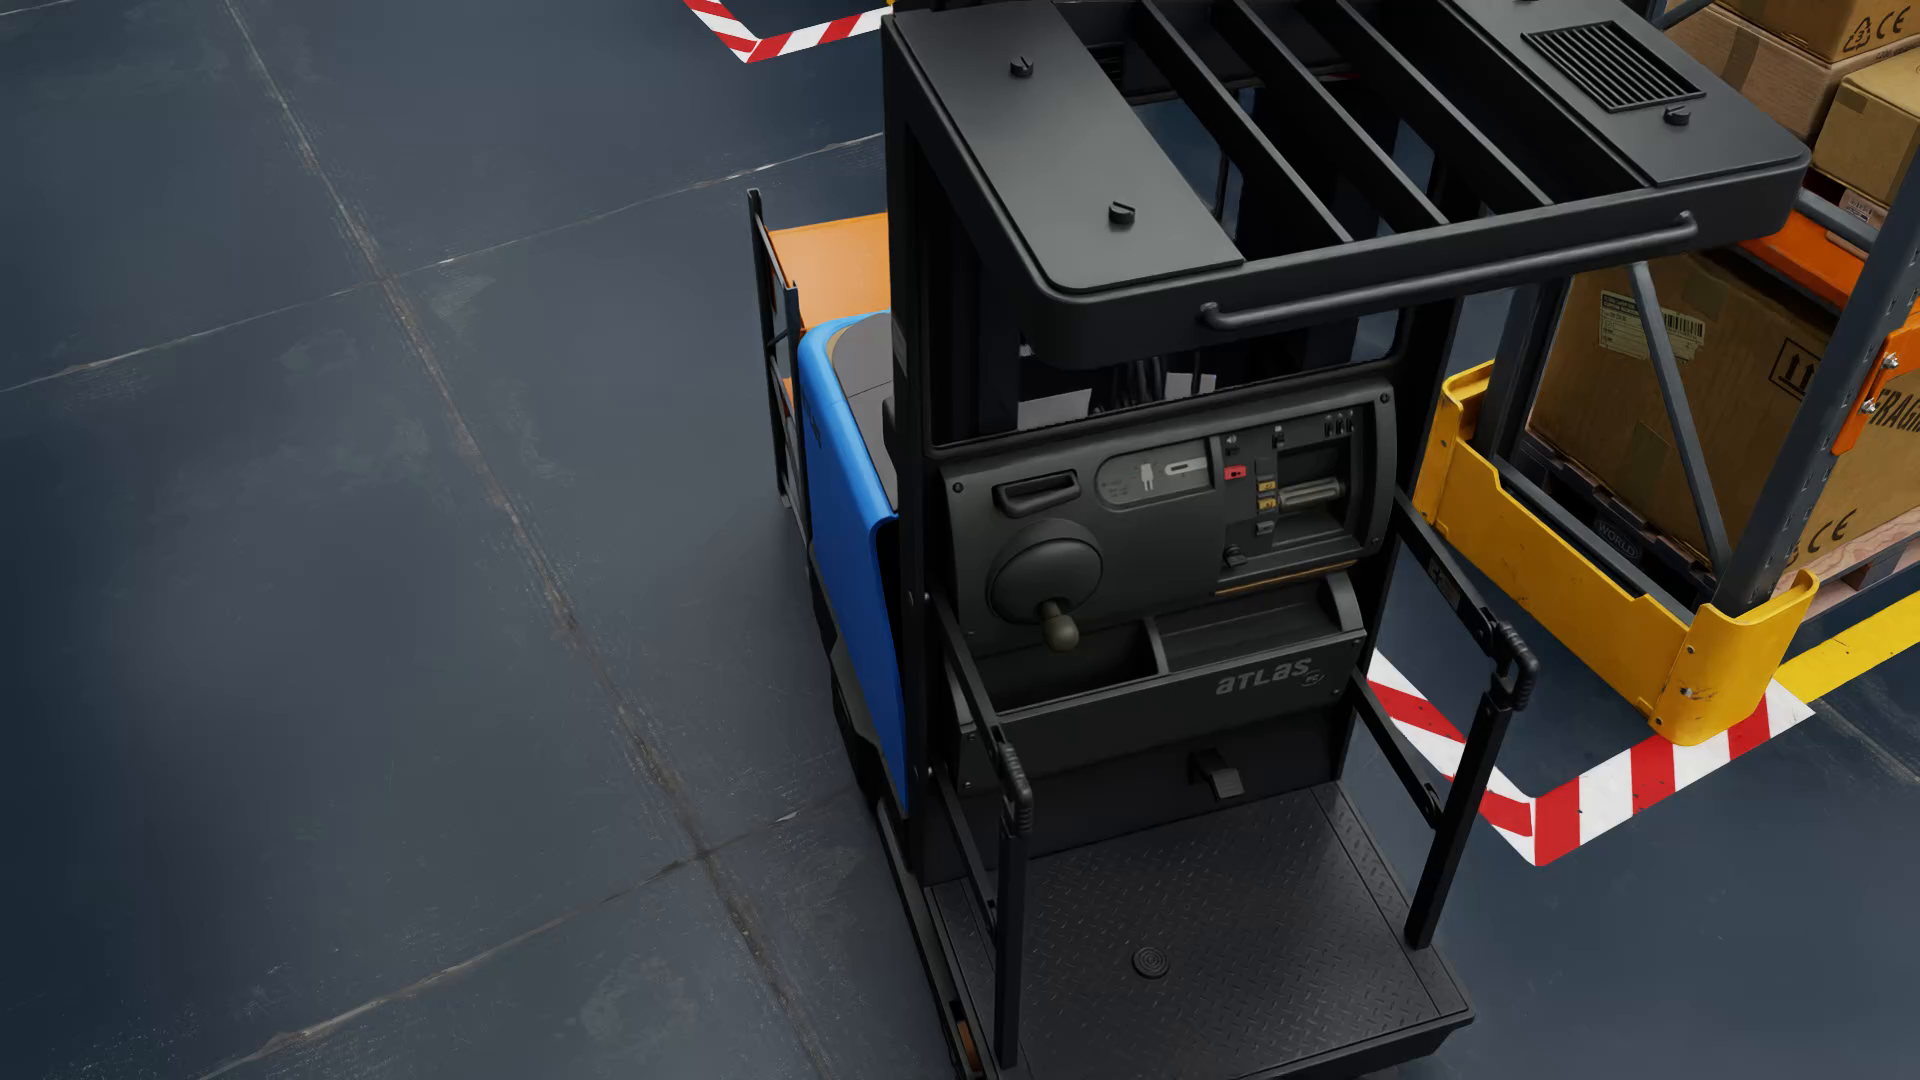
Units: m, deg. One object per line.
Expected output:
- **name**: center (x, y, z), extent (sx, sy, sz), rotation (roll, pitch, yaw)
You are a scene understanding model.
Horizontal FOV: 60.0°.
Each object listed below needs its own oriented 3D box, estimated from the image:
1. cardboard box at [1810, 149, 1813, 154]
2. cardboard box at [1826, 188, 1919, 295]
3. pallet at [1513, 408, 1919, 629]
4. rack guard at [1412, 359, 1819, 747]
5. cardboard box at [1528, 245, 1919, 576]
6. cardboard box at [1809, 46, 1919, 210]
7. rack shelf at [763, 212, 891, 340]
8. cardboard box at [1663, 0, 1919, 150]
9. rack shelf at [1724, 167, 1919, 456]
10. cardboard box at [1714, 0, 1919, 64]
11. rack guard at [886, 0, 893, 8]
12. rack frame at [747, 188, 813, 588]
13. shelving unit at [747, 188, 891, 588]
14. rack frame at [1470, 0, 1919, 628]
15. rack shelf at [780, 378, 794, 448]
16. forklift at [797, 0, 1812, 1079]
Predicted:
- **cardboard box**: center (2.258, -1.225, 4.539), extent (0.250, 0.149, 0.380), rotation (-21, 48, -21)
- **cardboard box**: center (2.361, -0.736, 4.035), extent (0.250, 0.149, 0.380), rotation (-21, 48, -21)
- **pallet**: center (2.543, -0.226, 5.331), extent (1.213, 0.211, 1.003), rotation (-22, 48, -21)
- **rack guard**: center (1.868, 0.003, 4.888), extent (0.348, 0.500, 1.175), rotation (-22, 48, -21)
- **cardboard box**: center (2.404, -0.561, 4.898), extent (0.875, 0.875, 0.875), rotation (-22, 48, -21)
- **cardboard box**: center (2.440, -0.958, 3.978), extent (0.500, 0.250, 0.500), rotation (-23, 49, -22)
- **rack shelf**: center (-0.021, -0.726, 4.770), extent (1.000, 0.278, 0.538), rotation (-12, 45, -12)
- **cardboard box**: center (2.177, -1.283, 4.313), extent (0.500, 0.250, 0.500), rotation (-23, 48, -22)
- **rack shelf**: center (3.623, -1.338, 4.991), extent (4.000, 0.370, 1.077), rotation (-22, 48, -21)
- **cardboard box**: center (2.180, -1.552, 4.051), extent (0.500, 0.500, 0.500), rotation (-21, 48, -20)
- **rack guard**: center (-0.429, -3.061, 8.046), extent (0.348, 0.500, 1.175), rotation (-22, 48, -21)
- **rack frame**: center (-0.507, -0.412, 4.867), extent (0.032, 1.125, 0.500), rotation (-12, 45, -12)
- **shelving unit**: center (-0.021, -0.516, 4.974), extent (1.048, 1.125, 0.538), rotation (-12, 45, -12)
- **rack frame**: center (1.889, -0.902, 4.026), extent (0.127, 3.000, 1.000), rotation (-22, 48, -21)
- **rack shelf**: center (-0.021, -0.340, 5.144), extent (1.000, 0.278, 0.538), rotation (-12, 45, -12)
- **forklift**: center (0.489, 0.044, 3.100), extent (1.130, 2.935, 3.031), rotation (-12, 45, -12)
